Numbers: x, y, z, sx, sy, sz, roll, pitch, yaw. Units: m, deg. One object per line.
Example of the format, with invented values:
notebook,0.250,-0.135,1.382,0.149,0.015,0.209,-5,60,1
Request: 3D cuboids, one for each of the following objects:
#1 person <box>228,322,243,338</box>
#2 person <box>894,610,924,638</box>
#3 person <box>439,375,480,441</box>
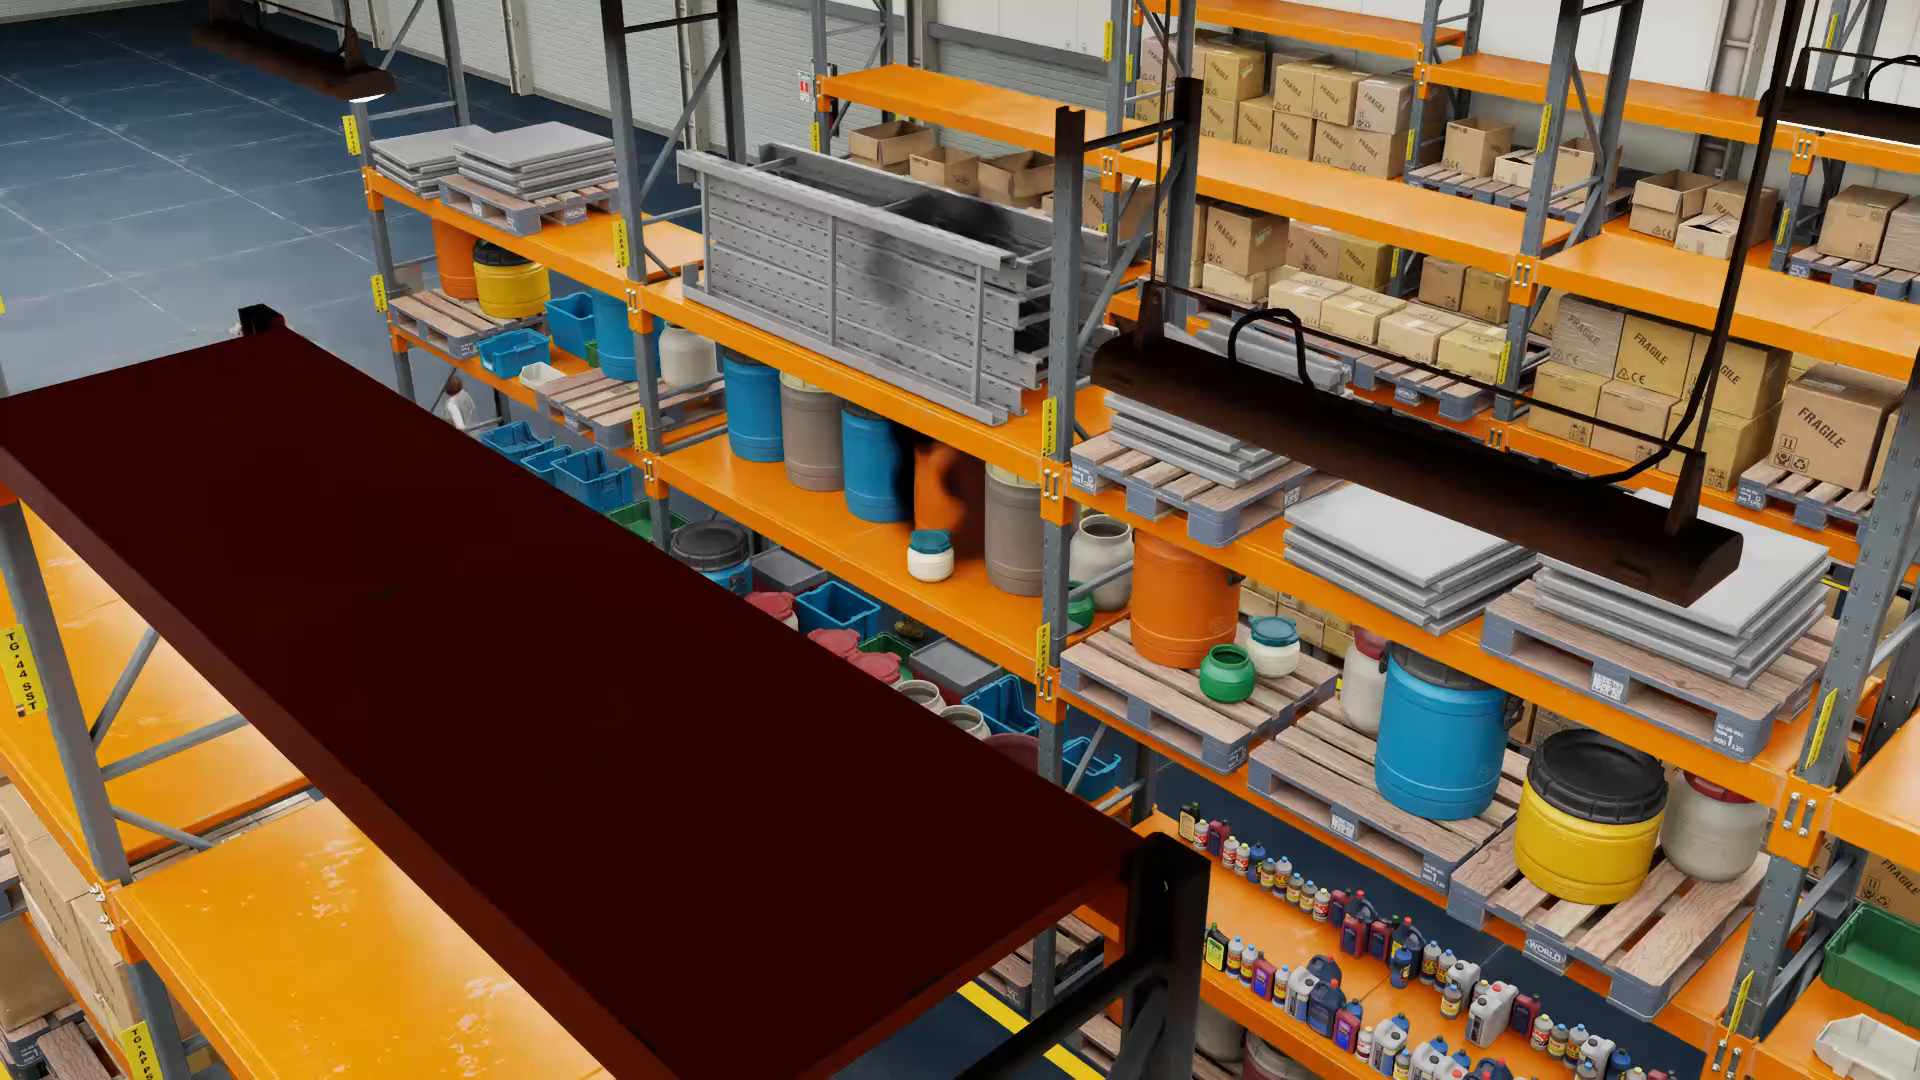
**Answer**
person,-7.581,-1.573,18.022,0.827,1.709,0.590,-10,30,-17
person,-0.513,0.069,14.896,0.569,1.721,0.674,22,35,35
person,-5.158,-1.008,17.122,0.470,1.546,0.598,4,29,8
